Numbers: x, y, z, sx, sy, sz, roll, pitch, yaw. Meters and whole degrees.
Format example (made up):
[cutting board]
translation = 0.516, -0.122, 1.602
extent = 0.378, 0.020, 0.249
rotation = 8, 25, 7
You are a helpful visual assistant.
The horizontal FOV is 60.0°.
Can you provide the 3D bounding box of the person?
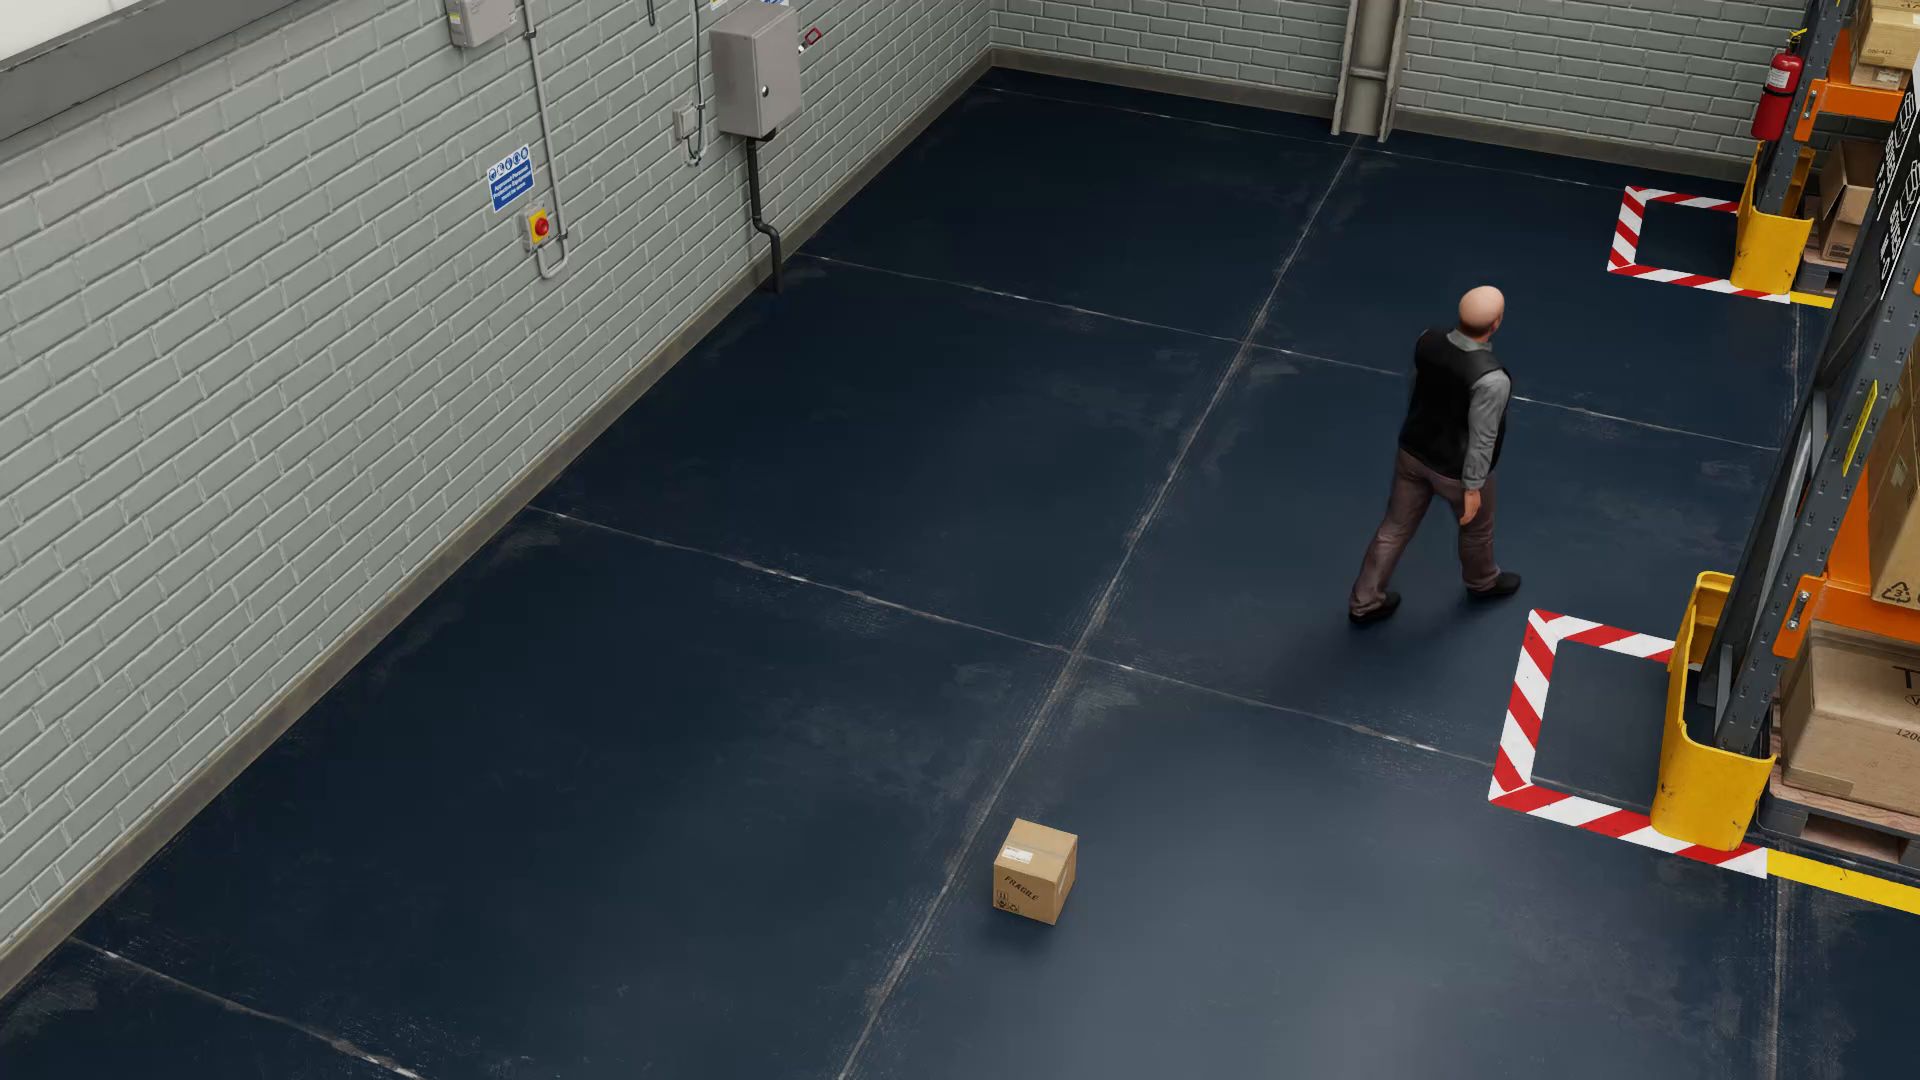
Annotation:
[person]
translation = 2.202, -0.398, 7.336
extent = 0.900, 1.683, 0.560
rotation = -24, 43, -28
